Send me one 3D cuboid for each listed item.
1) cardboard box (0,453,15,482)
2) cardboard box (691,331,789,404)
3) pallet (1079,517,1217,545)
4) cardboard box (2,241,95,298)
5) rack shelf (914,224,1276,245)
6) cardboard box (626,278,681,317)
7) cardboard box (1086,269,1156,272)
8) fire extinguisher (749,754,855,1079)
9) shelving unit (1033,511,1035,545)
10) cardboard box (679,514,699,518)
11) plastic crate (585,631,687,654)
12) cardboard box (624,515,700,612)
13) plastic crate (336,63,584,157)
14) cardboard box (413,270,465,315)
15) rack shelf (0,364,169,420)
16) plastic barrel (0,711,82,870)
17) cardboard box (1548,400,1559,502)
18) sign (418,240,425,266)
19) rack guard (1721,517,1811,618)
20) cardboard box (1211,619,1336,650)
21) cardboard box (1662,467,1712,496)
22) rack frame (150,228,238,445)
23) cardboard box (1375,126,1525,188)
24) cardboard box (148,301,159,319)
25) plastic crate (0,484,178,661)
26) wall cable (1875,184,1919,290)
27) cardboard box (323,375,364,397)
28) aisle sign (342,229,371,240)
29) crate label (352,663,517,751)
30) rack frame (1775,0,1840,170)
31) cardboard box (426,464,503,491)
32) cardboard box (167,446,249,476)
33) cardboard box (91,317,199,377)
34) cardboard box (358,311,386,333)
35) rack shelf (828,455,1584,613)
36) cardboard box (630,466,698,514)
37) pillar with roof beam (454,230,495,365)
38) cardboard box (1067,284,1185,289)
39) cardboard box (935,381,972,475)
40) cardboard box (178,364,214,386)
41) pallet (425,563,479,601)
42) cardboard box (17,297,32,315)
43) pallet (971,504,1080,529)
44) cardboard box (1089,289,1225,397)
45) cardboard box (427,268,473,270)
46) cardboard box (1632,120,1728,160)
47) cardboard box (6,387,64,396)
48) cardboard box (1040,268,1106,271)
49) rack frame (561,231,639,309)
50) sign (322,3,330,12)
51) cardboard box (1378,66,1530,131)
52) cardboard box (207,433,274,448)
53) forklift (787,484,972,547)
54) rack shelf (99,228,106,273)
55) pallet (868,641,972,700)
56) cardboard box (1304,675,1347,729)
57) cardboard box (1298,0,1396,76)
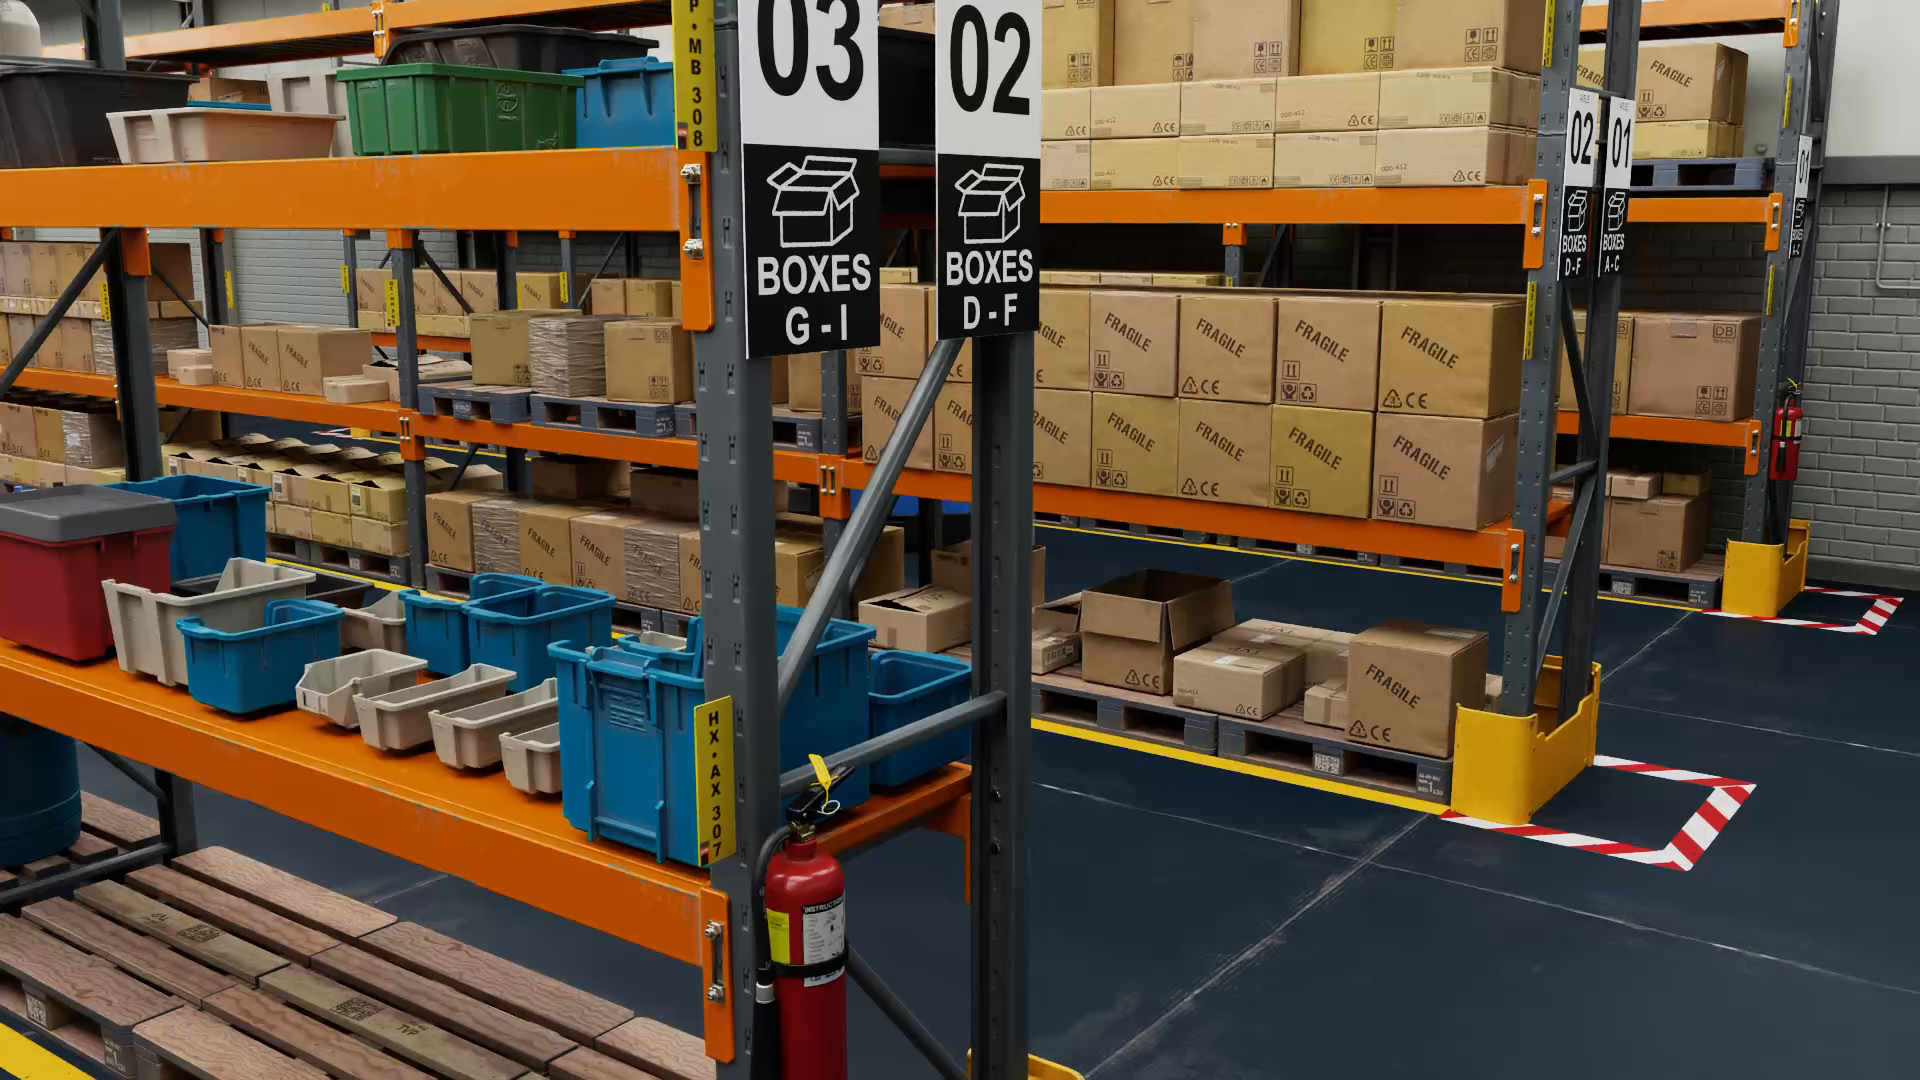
[{"bbox_3d":[-9.019,-0.740,16.089,0.500,0.250,0.500,8,13,36],"label":"cardboard box"},{"bbox_3d":[-1.297,-1.151,10.712,0.700,0.500,0.500,-11,15,-44],"label":"cardboard box"},{"bbox_3d":[1.807,-0.205,14.536,1.213,0.211,1.003,8,13,36],"label":"pallet"},{"bbox_3d":[-8.479,-2.544,15.604,0.500,0.500,0.700,8,14,36],"label":"cardboard box"},{"bbox_3d":[0.862,-2.844,14.828,4.000,0.370,1.077,8,13,36],"label":"rack shelf"},{"bbox_3d":[-3.138,-2.537,17.827,0.500,0.500,0.700,10,15,41],"label":"cardboard box"},{"bbox_3d":[1.424,-2.277,14.831,0.500,0.250,0.500,7,13,34],"label":"cardboard box"},{"bbox_3d":[-0.314,0.775,3.313,0.183,0.674,0.296,8,13,36],"label":"fire extinguisher"},{"bbox_3d":[0.362,-0.567,13.801,0.503,1.200,0.258,10,15,43],"label":"shelving unit"},{"bbox_3d":[-1.536,0.064,11.227,0.500,0.500,0.500,8,14,36],"label":"cardboard box"},{"bbox_3d":[-0.927,0.364,4.787,0.298,0.136,0.250,8,13,36],"label":"plastic crate"},{"bbox_3d":[-1.820,0.146,10.801,0.500,0.500,0.500,8,14,36],"label":"cardboard box"},{"bbox_3d":[-1.131,-0.969,3.800,0.336,0.188,0.450,8,13,36],"label":"plastic crate"},{"bbox_3d":[-6.186,-2.937,19.681,0.500,0.500,0.500,7,13,34],"label":"cardboard box"},{"bbox_3d":[-8.516,-1.512,15.840,4.000,0.370,1.077,8,13,36],"label":"rack shelf"},{"bbox_3d":[-3.819,0.778,6.531,0.708,0.901,0.600,8,13,36],"label":"plastic barrel"},{"bbox_3d":[2.567,-0.430,8.092,0.500,0.500,0.500,8,14,37],"label":"cardboard box"},{"bbox_3d":[-6.854,-3.655,21.143,0.005,0.325,0.100,8,13,36],"label":"sign"},{"bbox_3d":[5.717,0.180,11.781,0.348,0.500,1.175,8,13,36],"label":"rack guard"},{"bbox_3d":[1.692,0.626,8.976,0.500,0.250,0.500,8,13,36],"label":"cardboard box"},{"bbox_3d":[5.293,-0.427,12.107,0.250,0.149,0.380,8,14,36],"label":"cardboard box"},{"bbox_3d":[-6.904,-1.640,14.609,0.127,3.000,1.000,8,13,36],"label":"rack frame"},{"bbox_3d":[2.198,-1.707,7.455,0.500,0.250,0.500,8,13,36],"label":"cardboard box"},{"bbox_3d":[-7.250,-2.005,14.526,0.250,0.149,0.380,8,13,35],"label":"cardboard box"},{"bbox_3d":[-2.819,0.095,5.313,0.583,0.464,0.402,8,13,36],"label":"plastic crate"},{"bbox_3d":[7.290,-1.549,11.465,1.851,1.984,0.084,8,13,36],"label":"wall cable"},{"bbox_3d":[-4.741,-1.202,13.005,0.250,0.149,0.380,9,14,40],"label":"cardboard box"},{"bbox_3d":[-7.434,-4.087,20.413,0.004,0.787,0.394,8,13,36],"label":"aisle sign"},{"bbox_3d":[-1.395,0.441,4.390,0.243,0.136,0.396,8,13,36],"label":"crate label"},{"bbox_3d":[5.698,-3.995,10.988,0.127,3.000,1.000,8,13,36],"label":"rack frame"},{"bbox_3d":[-3.928,-0.426,12.989,0.500,0.311,0.500,9,14,37],"label":"cardboard box"},{"bbox_3d":[-6.318,-0.630,14.045,0.500,0.311,0.500,8,13,35],"label":"cardboard box"},{"bbox_3d":[-7.265,-1.738,14.852,0.500,0.500,0.700,8,13,34],"label":"cardboard box"},{"bbox_3d":[-6.993,-2.681,20.333,0.500,0.250,0.500,7,13,34],"label":"cardboard box"},{"bbox_3d":[1.156,-0.162,8.866,4.000,0.370,1.077,8,13,36],"label":"rack shelf"},{"bbox_3d":[-1.912,-0.358,11.430,0.500,0.250,0.500,8,13,34],"label":"cardboard box"},{"bbox_3d":[-8.670,-5.188,17.157,0.400,9.000,9.100,8,13,36],"label":"pillar with roof beam"},{"bbox_3d":[0.926,-1.149,9.178,0.500,0.500,0.500,8,14,36],"label":"cardboard box"},{"bbox_3d":[0.208,-0.633,9.144,0.500,0.500,0.500,8,14,37],"label":"cardboard box"},{"bbox_3d":[-6.310,-1.386,13.956,0.250,0.149,0.380,8,13,36],"label":"cardboard box"},{"bbox_3d":[-3.100,0.269,12.085,1.213,0.211,1.003,8,13,36],"label":"pallet"},{"bbox_3d":[-8.488,-2.178,15.417,0.250,0.149,0.380,8,14,37],"label":"cardboard box"},{"bbox_3d":[0.820,-0.342,15.244,1.213,0.211,1.003,8,13,36],"label":"pallet"},{"bbox_3d":[1.005,-1.011,8.461,0.500,0.500,0.500,8,14,37],"label":"cardboard box"},{"bbox_3d":[-6.293,-3.074,20.391,0.500,0.500,0.500,8,14,36],"label":"cardboard box"},{"bbox_3d":[4.950,-2.746,11.453,0.500,0.250,0.500,8,14,37],"label":"cardboard box"},{"bbox_3d":[-9.519,-1.299,17.007,0.500,0.500,0.500,8,13,36],"label":"cardboard box"},{"bbox_3d":[1.006,-2.337,15.137,0.500,0.250,0.500,8,13,34],"label":"cardboard box"},{"bbox_3d":[-3.974,-2.399,18.531,0.127,3.000,1.000,8,13,36],"label":"rack frame"},{"bbox_3d":[-7.520,-6.208,19.760,0.005,0.325,0.100,8,13,36],"label":"sign"},{"bbox_3d":[2.203,-1.954,7.414,0.500,0.250,0.500,8,13,36],"label":"cardboard box"},{"bbox_3d":[-6.408,-0.770,14.768,0.500,0.311,0.500,8,13,36],"label":"cardboard box"},{"bbox_3d":[-1.436,-1.424,13.674,3.031,2.935,1.130,-1,11,-4],"label":"forklift"},{"bbox_3d":[-5.003,-1.327,6.988,4.000,0.370,1.077,8,13,36],"label":"rack shelf"},{"bbox_3d":[0.097,0.706,9.825,1.213,0.211,1.003,8,13,36],"label":"pallet"},{"bbox_3d":[1.911,0.802,8.290,0.250,0.166,0.380,8,13,36],"label":"cardboard box"},{"bbox_3d":[1.992,-2.428,7.889,0.500,0.500,0.700,8,13,36],"label":"cardboard box"}]
